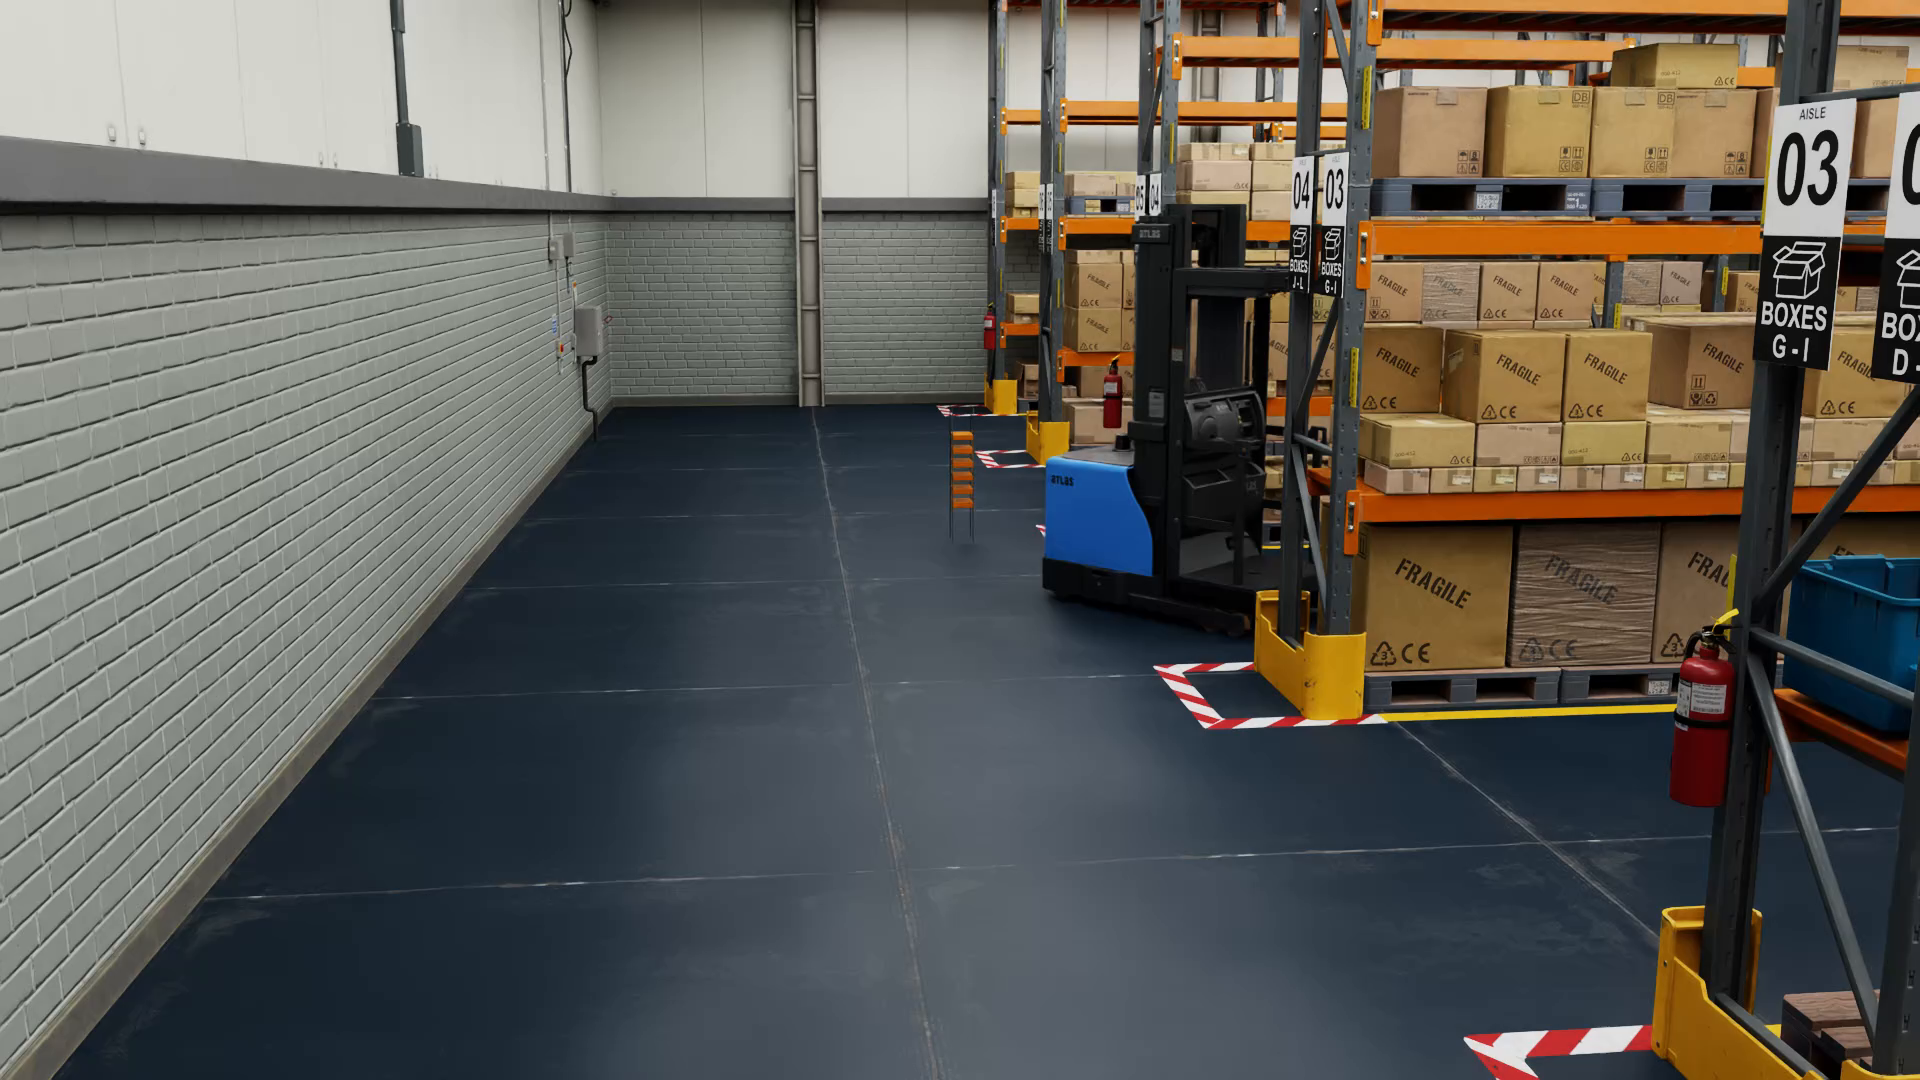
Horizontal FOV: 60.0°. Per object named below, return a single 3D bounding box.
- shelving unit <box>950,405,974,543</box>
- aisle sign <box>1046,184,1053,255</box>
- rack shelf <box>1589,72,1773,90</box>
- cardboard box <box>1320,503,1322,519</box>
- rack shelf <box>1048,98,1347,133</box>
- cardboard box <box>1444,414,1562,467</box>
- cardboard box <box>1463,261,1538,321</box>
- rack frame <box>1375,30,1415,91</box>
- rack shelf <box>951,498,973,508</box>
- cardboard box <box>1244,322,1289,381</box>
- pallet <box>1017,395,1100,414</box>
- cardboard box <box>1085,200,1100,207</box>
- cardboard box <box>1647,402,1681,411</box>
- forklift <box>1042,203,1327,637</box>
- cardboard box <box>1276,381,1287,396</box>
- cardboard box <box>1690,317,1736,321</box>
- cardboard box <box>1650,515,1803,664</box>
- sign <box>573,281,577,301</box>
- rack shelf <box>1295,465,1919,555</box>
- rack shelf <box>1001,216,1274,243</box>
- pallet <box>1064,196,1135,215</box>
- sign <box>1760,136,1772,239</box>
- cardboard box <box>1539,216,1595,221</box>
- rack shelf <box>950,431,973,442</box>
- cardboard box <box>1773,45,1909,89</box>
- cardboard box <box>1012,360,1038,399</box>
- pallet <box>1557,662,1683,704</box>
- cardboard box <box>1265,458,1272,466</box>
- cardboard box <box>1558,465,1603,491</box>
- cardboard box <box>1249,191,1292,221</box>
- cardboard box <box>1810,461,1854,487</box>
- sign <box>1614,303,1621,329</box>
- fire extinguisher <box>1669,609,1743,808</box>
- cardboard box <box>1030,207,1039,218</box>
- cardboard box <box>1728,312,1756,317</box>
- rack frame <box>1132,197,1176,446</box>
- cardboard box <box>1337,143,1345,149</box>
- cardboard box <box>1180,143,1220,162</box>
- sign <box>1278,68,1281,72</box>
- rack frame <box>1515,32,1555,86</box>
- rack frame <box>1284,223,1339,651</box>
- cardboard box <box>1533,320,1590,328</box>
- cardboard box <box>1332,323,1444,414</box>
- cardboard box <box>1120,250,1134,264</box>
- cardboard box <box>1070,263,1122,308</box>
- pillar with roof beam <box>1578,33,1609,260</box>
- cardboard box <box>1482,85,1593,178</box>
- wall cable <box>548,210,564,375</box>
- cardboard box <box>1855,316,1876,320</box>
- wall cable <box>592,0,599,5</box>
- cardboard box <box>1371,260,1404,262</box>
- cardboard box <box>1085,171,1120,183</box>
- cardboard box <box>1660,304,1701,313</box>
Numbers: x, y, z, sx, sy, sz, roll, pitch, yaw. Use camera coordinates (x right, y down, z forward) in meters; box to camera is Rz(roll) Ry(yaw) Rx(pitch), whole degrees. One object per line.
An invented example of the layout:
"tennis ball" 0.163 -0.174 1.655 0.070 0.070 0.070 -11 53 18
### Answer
"shelving unit" 0.014 -0.589 14.754 0.189 1.200 0.258 -1 11 -6
"aisle sign" 1.023 -3.666 18.999 0.004 0.787 0.394 -1 11 -6
"rack shelf" 7.663 -4.115 14.869 3.809 0.124 0.919 -1 11 -6
"cardboard box" 3.261 -0.292 14.881 0.250 0.149 0.380 -1 11 -6
"rack shelf" 3.052 -4.883 19.282 4.000 0.370 1.077 -1 11 -6
"cardboard box" 3.156 -0.589 9.708 0.500 0.250 0.500 -1 11 -7
"cardboard box" 4.723 -2.196 14.638 0.500 0.500 0.500 -2 11 -8
"rack frame" 5.040 -5.474 19.386 0.127 3.000 1.000 -1 11 -6
"rack shelf" 0.014 -0.310 14.809 0.180 0.103 0.258 -1 11 -6
"cardboard box" 2.704 -1.668 14.544 0.500 0.500 0.500 -1 11 -6
"pallet" 1.392 -2.049 24.744 1.213 0.211 1.003 -1 11 -6
"cardboard box" 2.007 -4.923 23.975 0.500 0.250 0.500 -2 11 -8
"cardboard box" 4.114 -0.713 10.336 0.500 0.250 0.500 -1 11 -6
"forklift" 2.051 -0.883 11.760 3.031 2.935 1.130 10 15 42
"cardboard box" 2.821 -1.361 14.666 0.250 0.149 0.380 -1 11 -3
"cardboard box" 6.648 -1.890 14.726 0.250 0.149 0.380 -1 11 -6
"cardboard box" 4.551 0.224 10.374 0.875 0.875 0.875 -1 11 -6
"sign" -4.822 -3.122 20.829 0.001 0.242 0.339 -1 11 -6
"rack shelf" 4.122 -0.235 10.155 4.000 0.370 1.077 -1 11 -6
"rack shelf" 2.512 -4.560 24.374 4.000 0.370 1.077 -1 11 -6
"pallet" 1.800 -3.893 19.348 1.213 0.211 1.003 -1 11 -6
"sign" 2.593 -1.123 5.297 0.005 0.325 0.100 -1 11 -6
"cardboard box" 5.216 -2.920 14.556 0.500 0.250 0.500 -1 11 -5
"rack shelf" 0.014 -0.899 14.693 0.180 0.103 0.258 -1 11 -6
"cardboard box" 5.174 -2.756 9.782 0.500 0.250 0.500 -2 11 -10
"cardboard box" 1.142 -2.375 24.555 0.637 0.503 0.797 -2 11 -8
"pallet" 4.130 0.765 10.430 1.213 0.211 1.003 -1 11 -6
"cardboard box" 2.697 -0.683 15.325 0.250 0.149 0.380 -1 11 -7
"cardboard box" 3.543 -0.389 9.724 0.250 0.149 0.380 -1 11 -7
"cardboard box" 2.696 -2.869 14.297 0.500 0.250 0.500 -1 11 -4
"cardboard box" 5.076 -0.422 9.888 0.250 0.149 0.380 -1 11 -5
"sign" 5.741 -1.904 14.534 0.005 0.325 0.100 -1 11 -6
"fire extinguisher" 2.469 0.540 5.513 0.183 0.674 0.296 -1 11 -6
"cardboard box" 1.123 -4.720 23.977 0.250 0.149 0.380 -1 11 -5
"cardboard box" 7.349 -2.031 15.443 0.250 0.149 0.380 -2 11 -9
"rack frame" 1.698 -1.500 14.722 0.127 3.000 1.000 -1 11 -6
"cardboard box" 3.337 -3.314 14.231 0.250 0.149 0.380 -1 11 -4
"cardboard box" 2.045 -3.302 14.173 0.250 0.149 0.380 -1 11 -7
"sign" 4.541 -6.819 23.598 0.005 0.325 0.100 -1 11 -6
"rack frame" 8.477 -6.509 24.651 0.127 3.000 1.000 -1 11 -6
"rack frame" 2.133 -0.547 9.877 0.053 2.616 0.949 -1 11 -6
"cardboard box" 5.225 -1.714 14.781 0.500 0.500 0.500 -1 11 -6
"cardboard box" 2.590 -1.048 10.095 0.500 0.500 0.500 -1 11 -5
"cardboard box" 1.970 -3.262 19.152 0.250 0.149 0.380 -1 11 -4
"cardboard box" 1.571 -2.942 19.207 0.500 0.500 0.500 -1 11 -7
"pillar with roof beam" 10.140 -5.884 21.469 0.548 9.000 9.100 -1 11 -6
"cardboard box" 3.217 -2.333 9.574 0.500 0.500 0.700 -2 11 -8
"wall cable" -4.540 -2.839 18.819 0.123 1.953 0.585 -1 11 -6
"cardboard box" 8.198 -1.923 14.893 0.250 0.149 0.380 -1 11 -6
"wall cable" -5.226 -9.200 23.918 0.133 3.039 2.988 -1 11 -6
"cardboard box" 3.672 -2.278 15.055 0.500 0.500 0.500 -2 11 -8
"cardboard box" 1.997 -5.170 23.934 0.500 0.250 0.500 -1 11 -7
"cardboard box" 8.562 -2.727 20.055 0.500 0.250 0.500 -1 11 -6
